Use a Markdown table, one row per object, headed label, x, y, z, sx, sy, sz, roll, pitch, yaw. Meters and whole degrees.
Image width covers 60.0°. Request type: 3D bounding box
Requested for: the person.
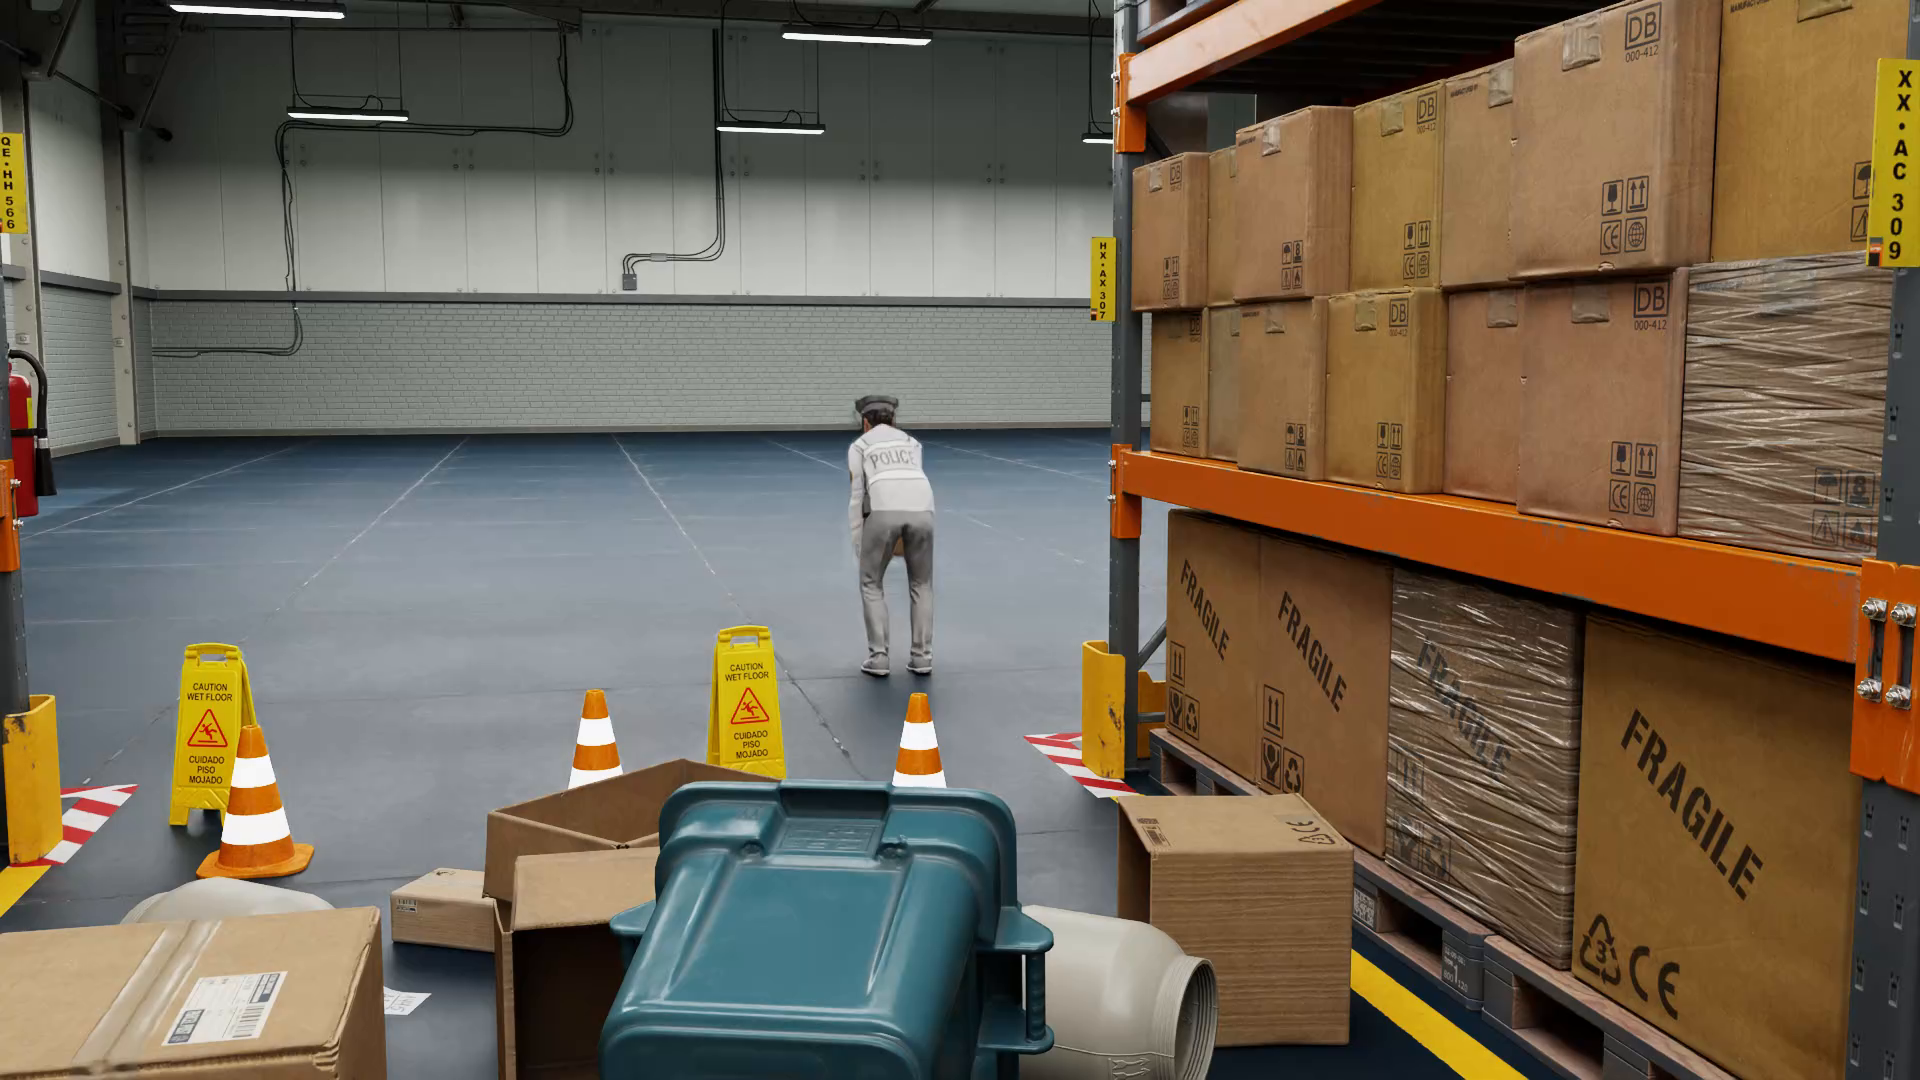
| label | x | y | z | sx | sy | sz | roll | pitch | yaw |
| --- | --- | --- | --- | --- | --- | --- | --- | --- | --- |
| person | -0.383 | -0.038 | 8.944 | 0.417 | 1.473 | 0.757 | -2 | 6 | -15 |
